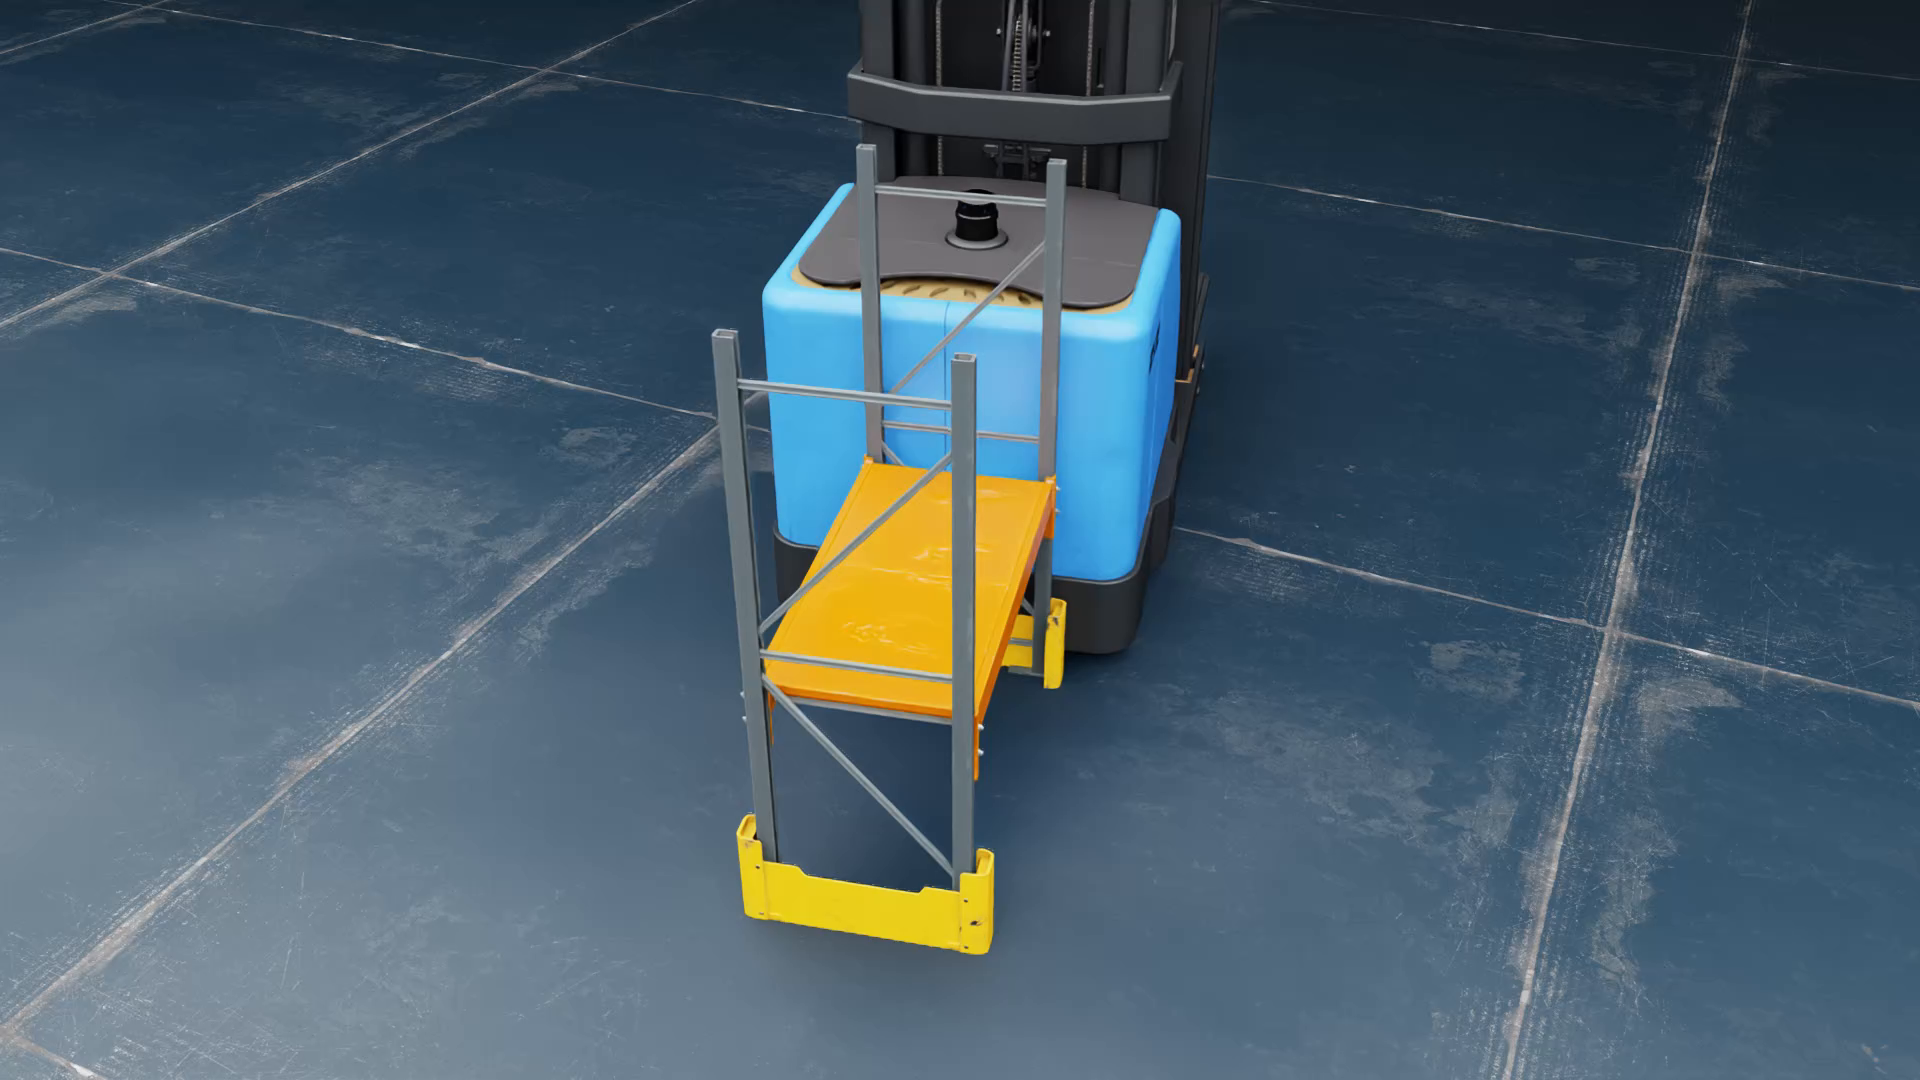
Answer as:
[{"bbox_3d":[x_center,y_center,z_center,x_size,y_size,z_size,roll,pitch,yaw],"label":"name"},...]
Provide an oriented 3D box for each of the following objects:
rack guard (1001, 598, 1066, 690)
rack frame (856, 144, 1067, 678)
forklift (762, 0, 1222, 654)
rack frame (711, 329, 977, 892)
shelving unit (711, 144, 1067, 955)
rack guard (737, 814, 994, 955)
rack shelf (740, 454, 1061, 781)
[{"bbox_3d":[-0.003,0.257,4.631,0.587,0.250,0.087,7,34,10],"label":"rack guard"},{"bbox_3d":[0.002,-0.277,4.304,0.500,1.500,0.032,7,34,10],"label":"rack frame"},{"bbox_3d":[0.284,-1.709,5.183,1.130,2.935,3.031,7,34,10],"label":"forklift"},{"bbox_3d":[-0.216,0.268,3.473,0.500,1.500,0.032,7,34,10],"label":"rack frame"},{"bbox_3d":[-0.109,0.001,3.881,0.587,1.500,1.083,7,34,10],"label":"shelving unit"},{"bbox_3d":[-0.216,0.790,3.817,0.587,0.250,0.087,7,34,10],"label":"rack guard"},{"bbox_3d":[-0.107,0.146,3.987,0.538,0.185,1.000,7,34,10],"label":"rack shelf"}]
